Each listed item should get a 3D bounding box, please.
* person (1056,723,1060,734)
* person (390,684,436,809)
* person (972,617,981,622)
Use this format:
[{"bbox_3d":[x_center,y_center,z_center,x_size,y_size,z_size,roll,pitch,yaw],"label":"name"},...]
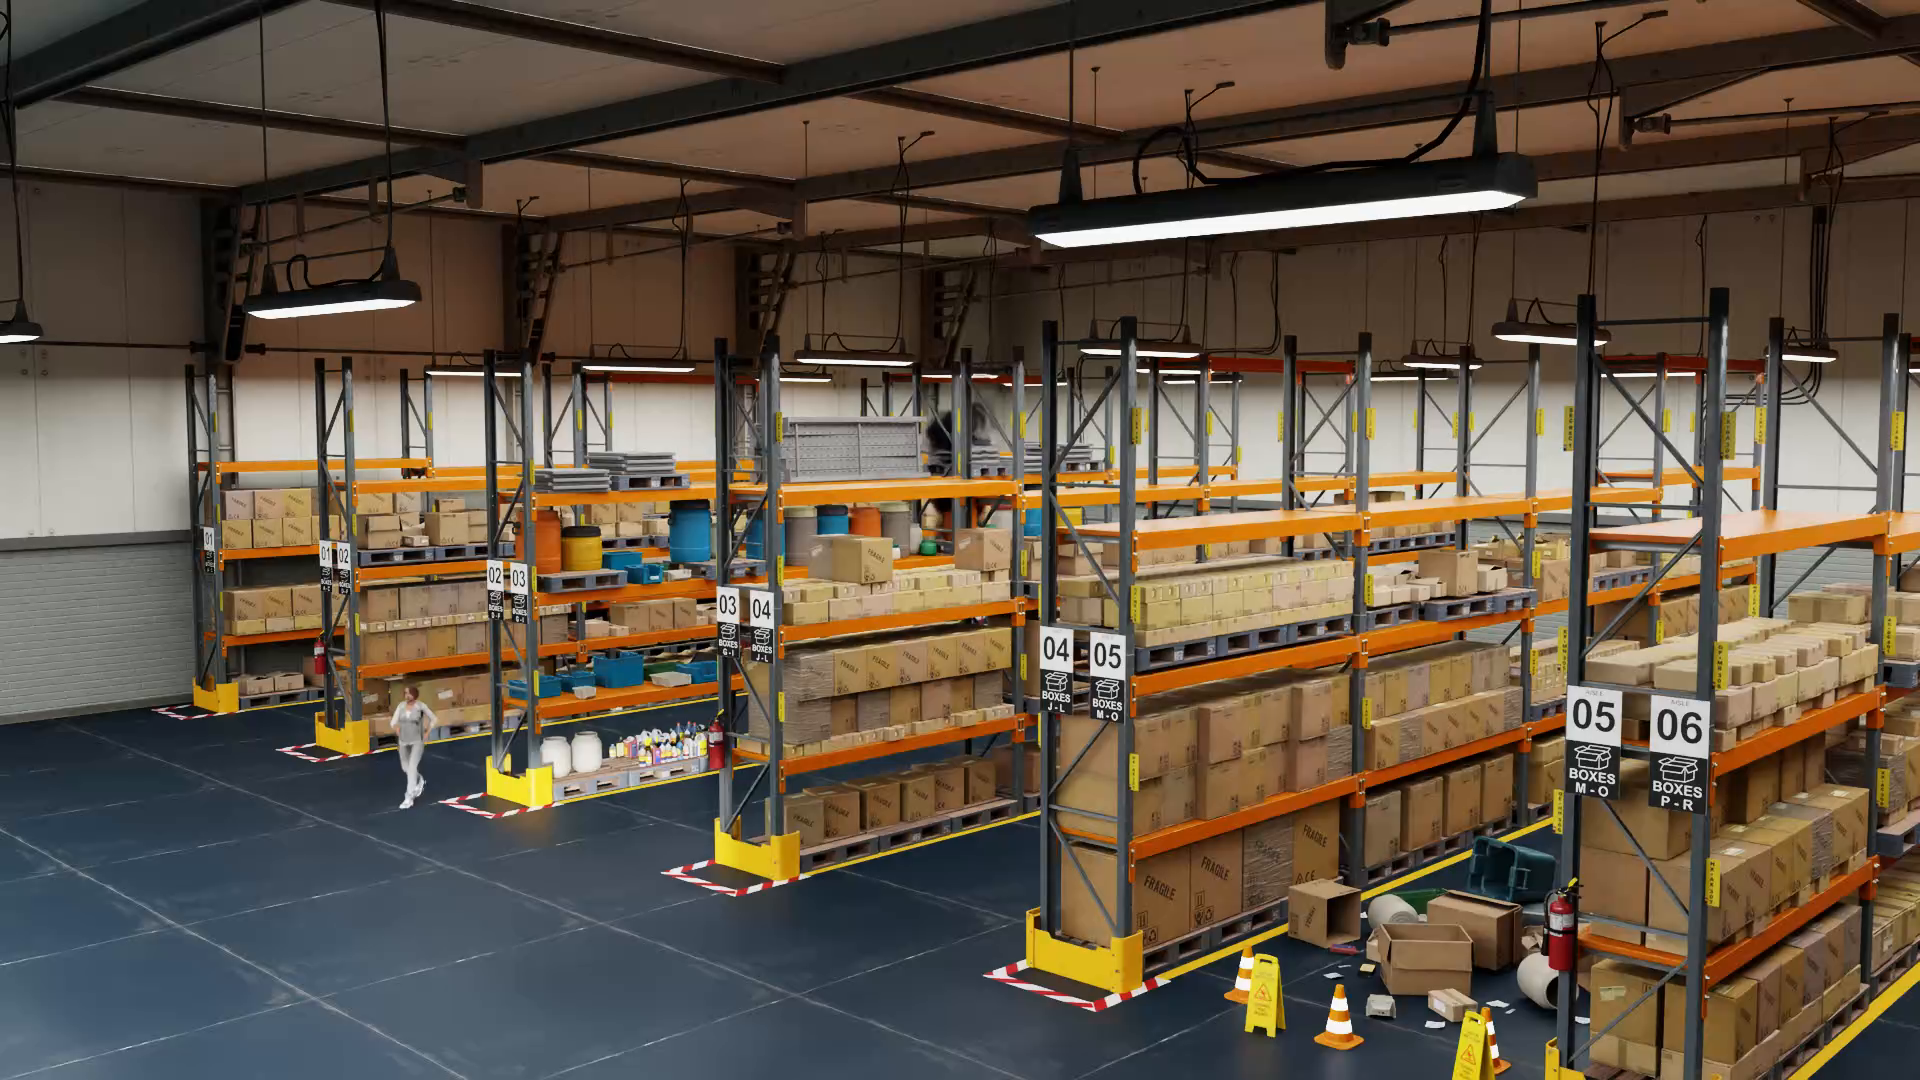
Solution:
[{"bbox_3d":[1.289,2.330,25.456,0.666,1.739,0.608,3,5,35],"label":"person"},{"bbox_3d":[-7.206,2.729,21.884,0.561,1.485,0.787,0,4,5],"label":"person"},{"bbox_3d":[0.198,1.805,31.856,0.690,1.789,1.045,4,6,39],"label":"person"}]
